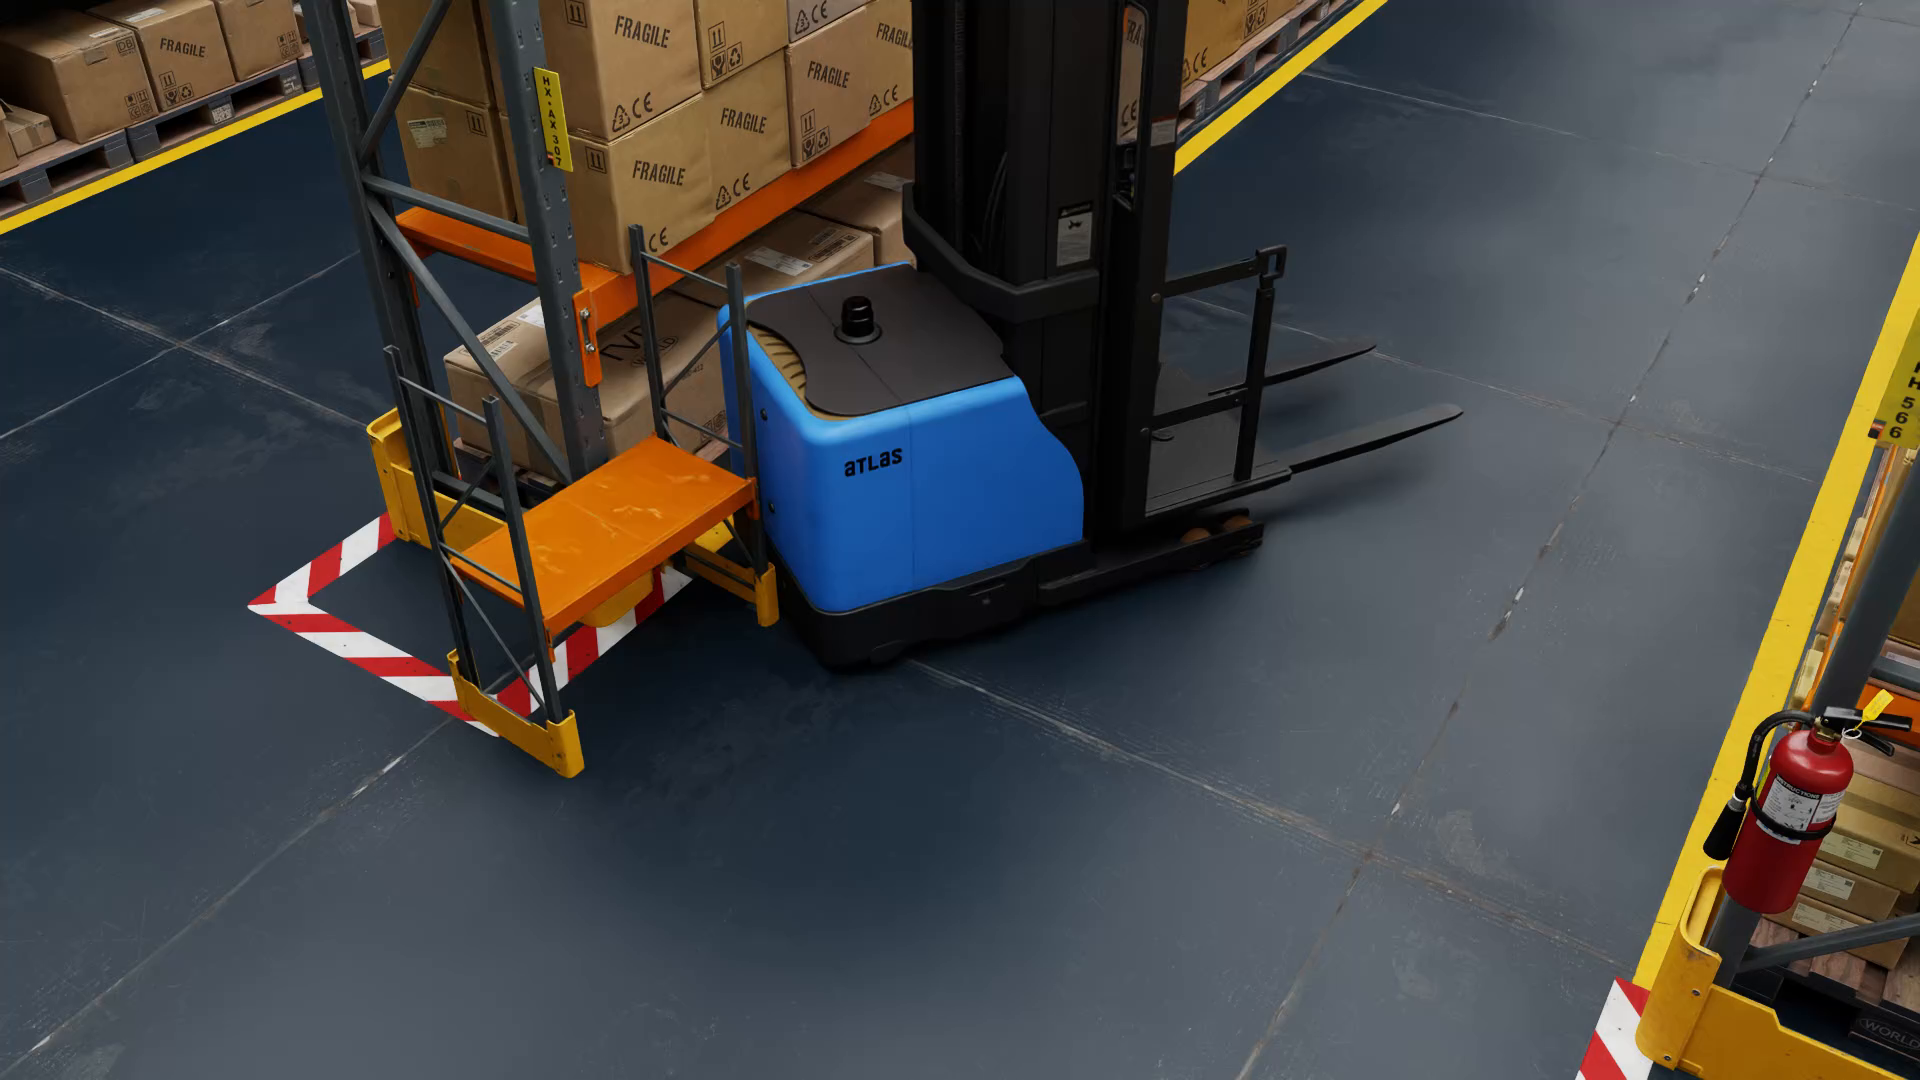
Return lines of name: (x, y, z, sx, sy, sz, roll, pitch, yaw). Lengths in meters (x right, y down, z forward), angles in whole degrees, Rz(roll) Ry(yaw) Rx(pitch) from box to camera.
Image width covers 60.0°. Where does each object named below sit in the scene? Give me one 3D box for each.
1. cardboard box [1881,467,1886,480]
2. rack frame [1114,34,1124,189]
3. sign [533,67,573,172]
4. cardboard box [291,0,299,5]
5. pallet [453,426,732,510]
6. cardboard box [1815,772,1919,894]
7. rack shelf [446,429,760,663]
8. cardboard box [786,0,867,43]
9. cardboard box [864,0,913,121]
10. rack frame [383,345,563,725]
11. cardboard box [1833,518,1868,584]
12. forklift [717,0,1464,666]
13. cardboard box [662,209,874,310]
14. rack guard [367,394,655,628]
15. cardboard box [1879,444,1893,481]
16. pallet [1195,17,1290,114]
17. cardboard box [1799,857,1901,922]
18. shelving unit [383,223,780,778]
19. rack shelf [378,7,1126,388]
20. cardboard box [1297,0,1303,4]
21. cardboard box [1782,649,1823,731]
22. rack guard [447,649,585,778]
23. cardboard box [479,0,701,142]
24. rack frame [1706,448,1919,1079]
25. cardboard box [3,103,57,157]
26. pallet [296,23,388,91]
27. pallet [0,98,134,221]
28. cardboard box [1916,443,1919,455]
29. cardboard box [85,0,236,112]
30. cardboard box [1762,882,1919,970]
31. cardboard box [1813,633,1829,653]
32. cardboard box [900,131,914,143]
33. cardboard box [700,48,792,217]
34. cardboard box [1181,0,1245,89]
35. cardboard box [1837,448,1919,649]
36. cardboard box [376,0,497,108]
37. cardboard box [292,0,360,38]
cardboard box: (3.656, -0.274, 6.152, 0.380, 0.149, 0.250, 22, 43, 26)
rack frame: (0.399, -3.193, 8.435, 1.000, 3.000, 0.127, 21, 42, 25)
sign: (-1.279, -1.321, 5.233, 0.100, 0.325, 0.005, 21, 42, 25)
cardboard box: (-4.348, -3.653, 10.890, 0.500, 0.311, 0.500, 23, 43, 27)
pallet: (-1.382, -0.465, 7.180, 1.003, 0.211, 1.213, 21, 42, 25)
cardboard box: (2.559, 0.807, 4.750, 0.380, 0.149, 0.250, 22, 43, 26)
rack shelf: (-1.237, -0.005, 5.823, 0.538, 0.185, 1.000, 25, 44, 29)
cardboard box: (-0.707, -2.258, 6.321, 0.500, 0.500, 0.500, 21, 42, 25)
cardboard box: (-0.455, -2.114, 6.954, 0.500, 0.500, 0.500, 23, 43, 27)
rack frame: (-1.545, 0.099, 5.393, 0.500, 1.500, 0.032, 25, 44, 29)
cardboard box: (3.352, 0.099, 5.913, 0.380, 0.149, 0.250, 22, 43, 26)
forklift: (0.645, -1.315, 6.056, 3.031, 2.935, 1.130, -16, 41, -20)
cardboard box: (-0.992, -1.130, 7.514, 0.875, 0.438, 0.875, 22, 43, 26)
rack guard: (-1.757, -0.129, 6.508, 1.175, 0.500, 0.348, 21, 42, 25)
cardboard box: (3.934, -0.298, 6.671, 0.380, 0.149, 0.250, 21, 42, 25)
pallet: (1.401, -3.143, 10.654, 1.003, 0.211, 1.213, 21, 42, 25)
cardboard box: (2.531, 0.915, 4.853, 0.380, 0.149, 0.250, 20, 42, 24)
shelving unit: (-1.242, -0.143, 5.707, 0.587, 1.500, 1.083, 25, 44, 29)
rack shelf: (-0.673, -1.877, 7.318, 1.077, 0.370, 4.000, 21, 42, 25)
cardboard box: (2.101, -4.251, 11.204, 0.875, 0.875, 0.875, 21, 42, 25)
cardboard box: (2.774, 0.521, 5.121, 0.380, 0.149, 0.250, 20, 42, 24)
rack guard: (-1.544, 0.593, 5.775, 0.587, 0.250, 0.087, 25, 44, 29)
cardboard box: (-1.247, -1.721, 5.625, 0.500, 0.500, 0.500, 20, 42, 24)
rack frame: (2.489, 0.436, 3.728, 1.000, 3.000, 0.127, 21, 42, 25)
cardboard box: (-5.270, -2.281, 9.243, 0.380, 0.149, 0.250, 19, 42, 23)
pallet: (-4.163, -3.357, 10.932, 1.003, 0.211, 1.213, 21, 42, 25)
pallet: (-5.471, -2.099, 9.300, 1.003, 0.211, 1.213, 21, 42, 25)
cardboard box: (2.524, -0.435, 3.713, 0.500, 0.500, 0.500, 20, 42, 24)
cardboard box: (-4.671, -2.881, 9.734, 0.500, 0.500, 0.500, 22, 43, 26)
cardboard box: (2.595, 1.059, 4.910, 0.380, 0.149, 0.250, 22, 43, 26)
cardboard box: (3.075, 0.376, 5.553, 0.380, 0.149, 0.250, 22, 43, 26)
cardboard box: (-0.028, -2.056, 8.715, 0.875, 0.438, 0.875, 21, 42, 24)
cardboard box: (-0.997, -1.594, 6.279, 0.500, 0.500, 0.500, 21, 42, 25)
cardboard box: (1.141, -3.332, 10.012, 0.875, 0.875, 0.875, 22, 43, 26)
cardboard box: (2.513, -0.037, 4.016, 0.500, 0.500, 0.500, 22, 43, 26)
cardboard box: (-1.687, -1.893, 5.848, 0.500, 0.500, 0.500, 23, 43, 27)
cardboard box: (-4.036, -3.331, 10.510, 0.396, 0.266, 0.258, 23, 43, 27)
